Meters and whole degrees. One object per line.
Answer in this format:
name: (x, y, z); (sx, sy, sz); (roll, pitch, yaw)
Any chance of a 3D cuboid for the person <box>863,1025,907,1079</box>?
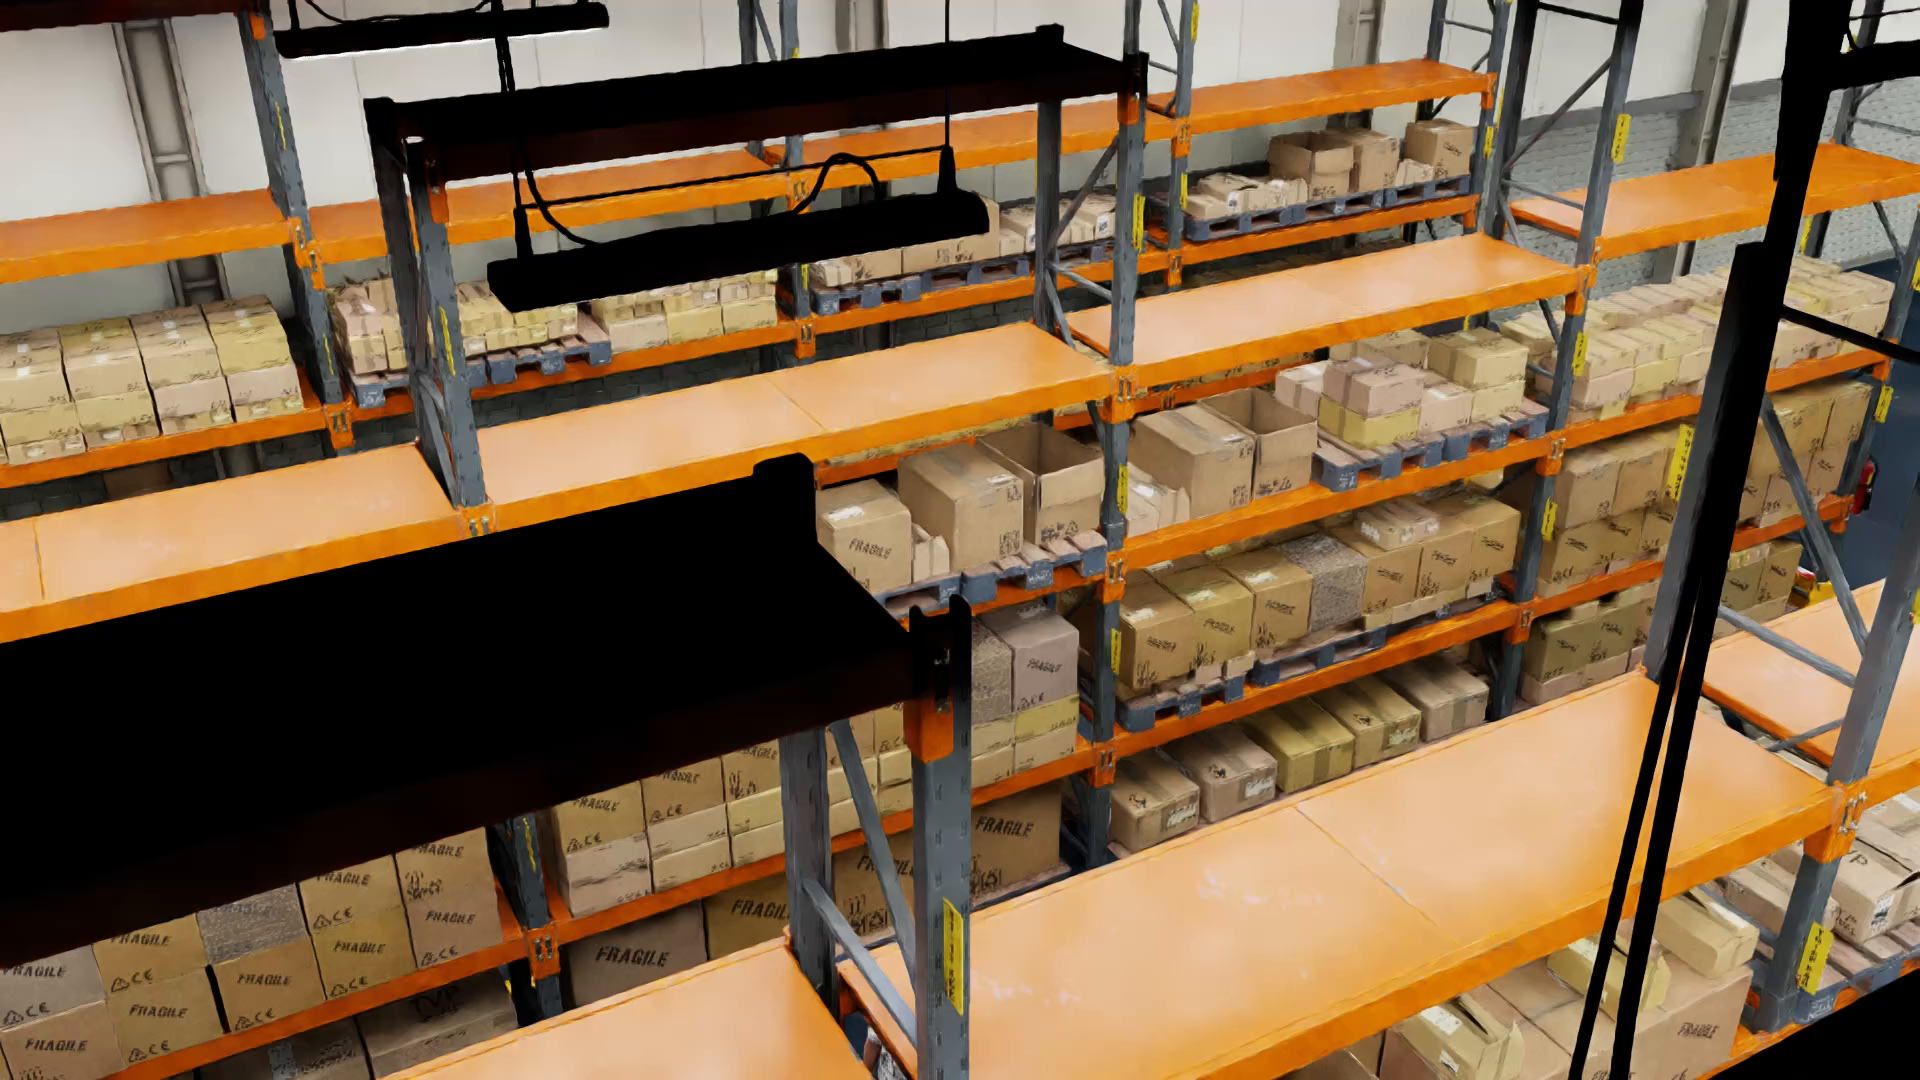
person: (-0.250, 3.072, 9.309); (0.668, 1.746, 0.597); (-2, 28, -4)
